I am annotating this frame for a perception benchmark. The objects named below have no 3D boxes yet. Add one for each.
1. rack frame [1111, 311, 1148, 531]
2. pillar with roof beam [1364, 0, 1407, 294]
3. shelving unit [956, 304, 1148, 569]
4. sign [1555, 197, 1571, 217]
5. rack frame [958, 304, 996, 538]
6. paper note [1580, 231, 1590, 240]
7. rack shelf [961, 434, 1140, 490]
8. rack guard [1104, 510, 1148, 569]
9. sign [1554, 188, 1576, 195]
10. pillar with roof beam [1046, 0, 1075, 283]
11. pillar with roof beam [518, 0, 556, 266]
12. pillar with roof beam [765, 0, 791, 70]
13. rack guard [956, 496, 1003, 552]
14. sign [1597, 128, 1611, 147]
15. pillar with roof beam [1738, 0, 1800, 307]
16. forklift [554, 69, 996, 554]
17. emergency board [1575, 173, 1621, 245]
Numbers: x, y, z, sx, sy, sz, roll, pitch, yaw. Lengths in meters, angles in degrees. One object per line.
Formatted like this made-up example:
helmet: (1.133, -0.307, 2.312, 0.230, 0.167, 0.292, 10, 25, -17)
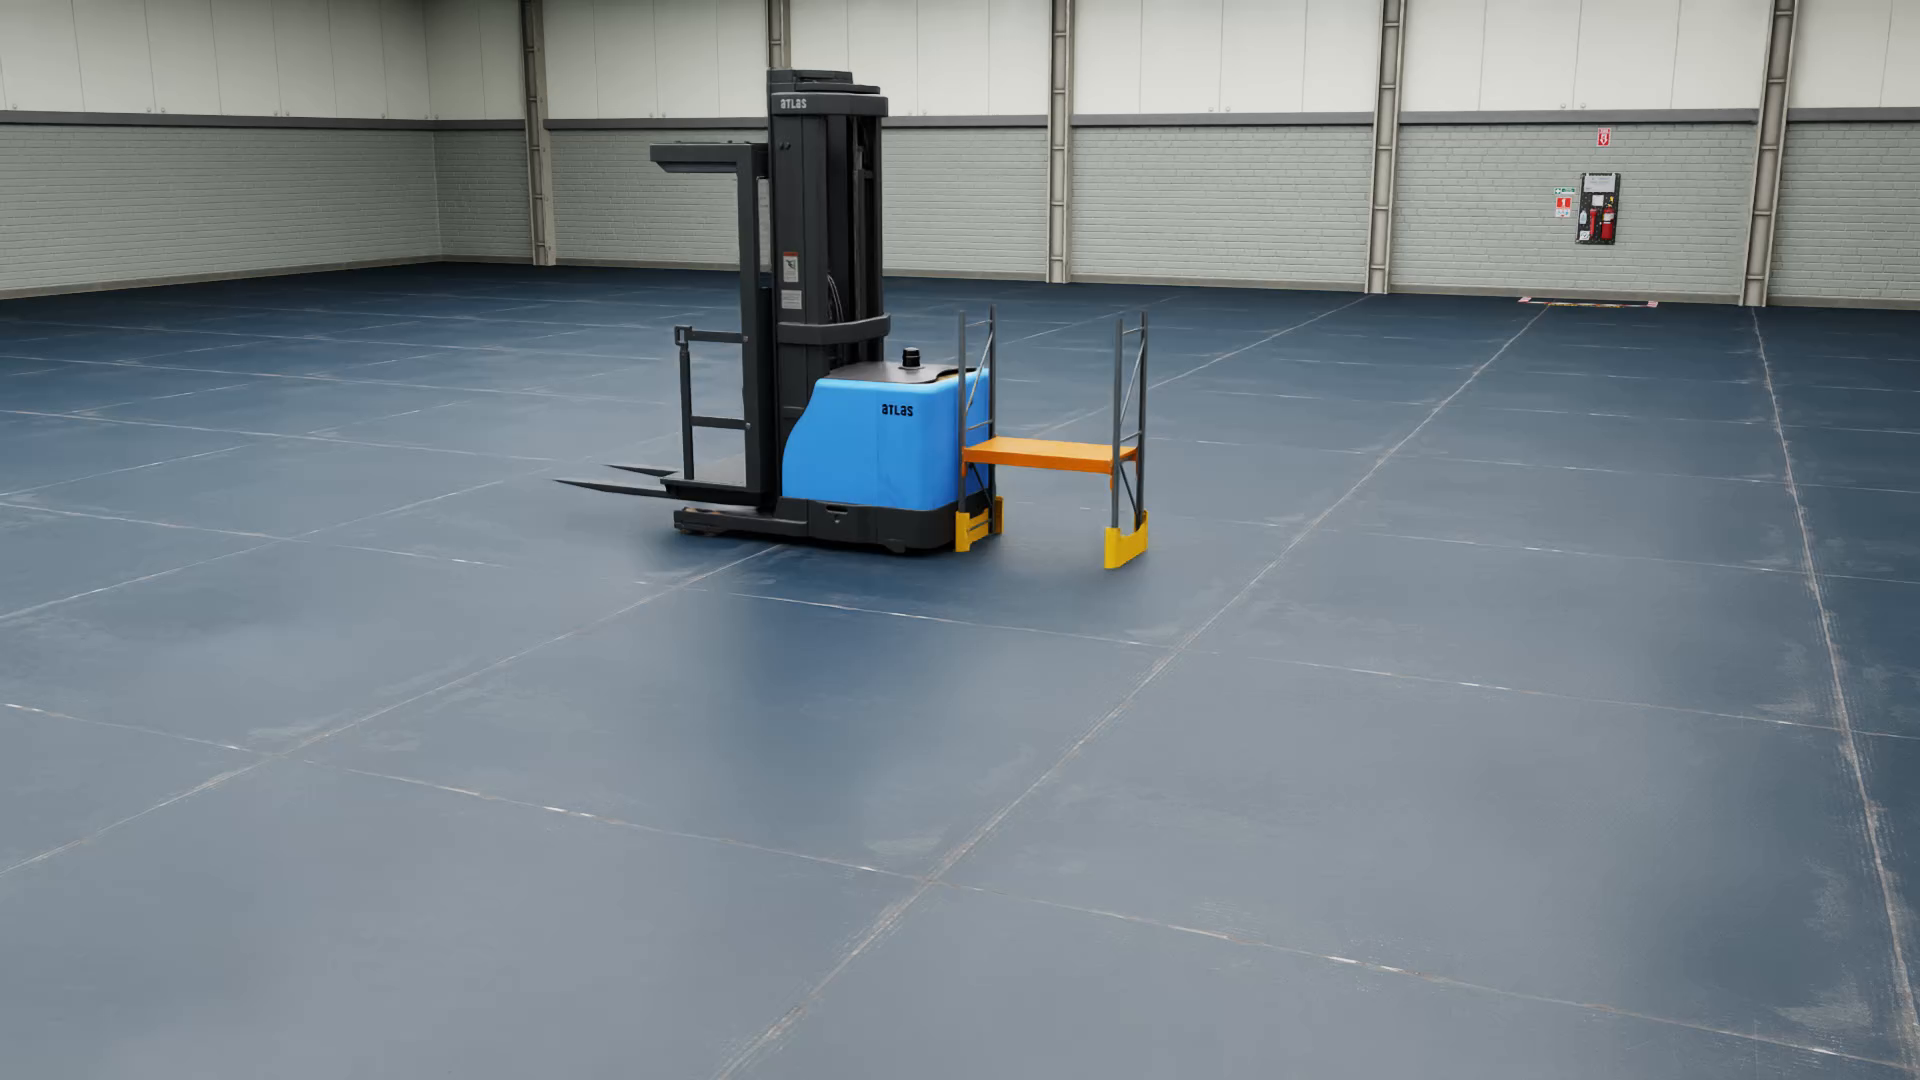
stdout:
rack frame: (1.029, -0.618, 10.105, 0.032, 1.500, 0.500, 6, 15, 25)
pillar with roof beam: (5.619, -7.843, 24.480, 0.400, 9.000, 9.100, 6, 14, 23)
shelving unit: (0.578, -0.667, 10.313, 1.083, 1.500, 0.587, 6, 15, 25)
sign: (10.140, -5.593, 27.946, 0.234, 0.329, 0.001, 6, 14, 23)
rack frame: (0.110, -0.717, 10.528, 0.032, 1.500, 0.500, 6, 15, 25)
paper note: (10.470, -5.105, 27.872, 0.142, 0.148, 0.016, 6, 14, 23)
rack shelf: (0.570, -0.492, 10.358, 1.000, 0.185, 0.538, 6, 15, 25)
rack guard: (1.028, -0.009, 10.248, 0.087, 0.250, 0.587, 6, 15, 25)
sign: (10.141, -5.849, 27.875, 0.331, 0.109, 0.001, 6, 14, 23)
pillar with roof beam: (0.133, -8.398, 26.846, 0.400, 9.000, 9.100, 6, 14, 23)
pillar with roof beam: (-10.839, -9.508, 31.578, 0.400, 9.000, 9.100, 6, 14, 23)
pillar with roof beam: (-5.353, -8.953, 29.212, 0.400, 9.000, 9.100, 6, 14, 23)
rack guard: (0.128, -0.107, 10.663, 0.087, 0.250, 0.587, 6, 15, 25)
sign: (10.637, -6.653, 27.467, 0.199, 0.298, 0.001, 6, 14, 23)
pillar with roof beam: (11.105, -7.288, 22.114, 0.400, 9.000, 9.100, 6, 14, 23)
forklift: (-1.318, -1.549, 10.942, 3.031, 2.935, 1.130, 6, 15, 25)
emergency board: (10.604, -5.503, 27.640, 0.643, 1.169, 0.194, 6, 14, 23)
